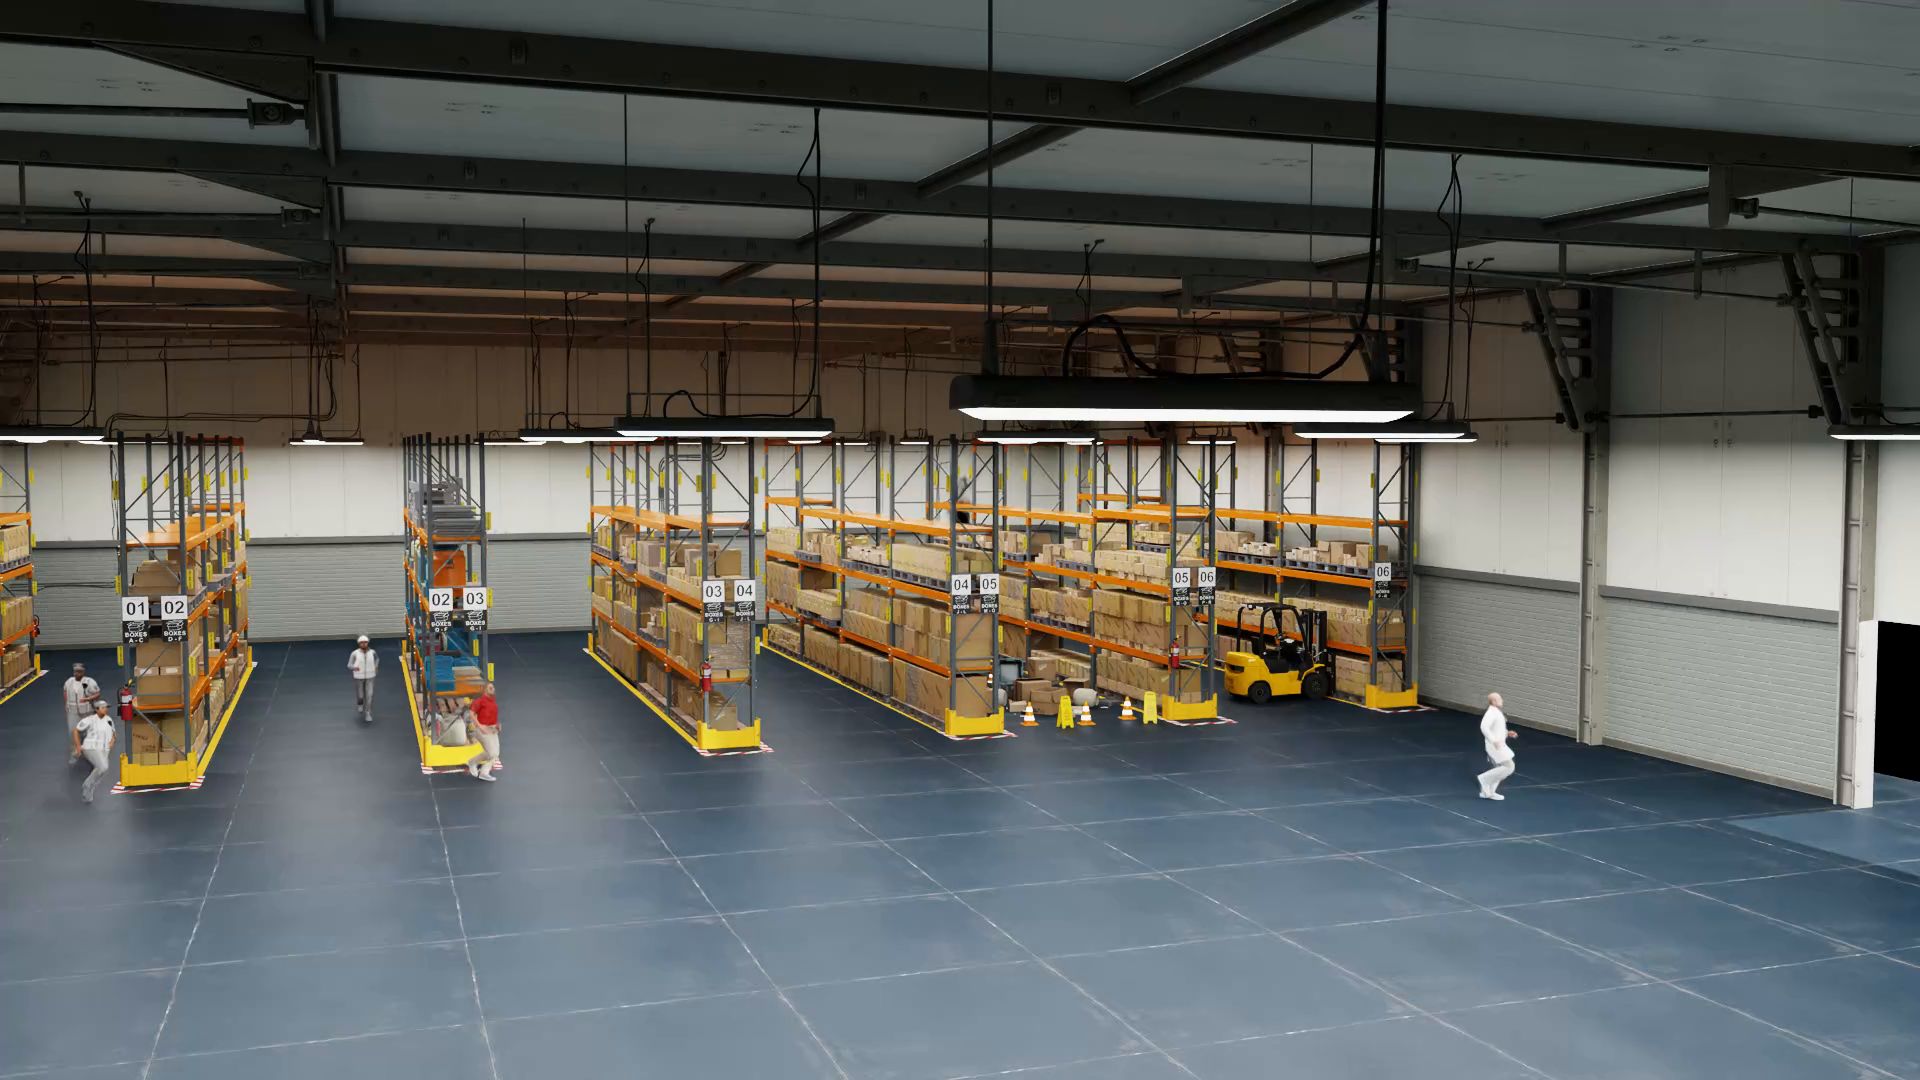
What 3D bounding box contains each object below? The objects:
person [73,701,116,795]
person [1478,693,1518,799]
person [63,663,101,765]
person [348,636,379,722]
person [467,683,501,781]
[{"bbox_3d":[-13.950,3.388,26.995,0.580,1.541,0.617,1,3,25],"label":"person"},{"bbox_3d":[8.749,3.355,27.033,0.627,1.738,0.702,1,3,17],"label":"person"},{"bbox_3d":[-16.088,3.152,30.461,0.650,1.822,0.852,-1,3,-18],"label":"person"},{"bbox_3d":[-12.531,2.885,34.988,0.661,1.752,0.926,-2,4,-27],"label":"person"},{"bbox_3d":[-8.187,3.298,28.652,0.560,1.690,0.664,1,3,14],"label":"person"}]
